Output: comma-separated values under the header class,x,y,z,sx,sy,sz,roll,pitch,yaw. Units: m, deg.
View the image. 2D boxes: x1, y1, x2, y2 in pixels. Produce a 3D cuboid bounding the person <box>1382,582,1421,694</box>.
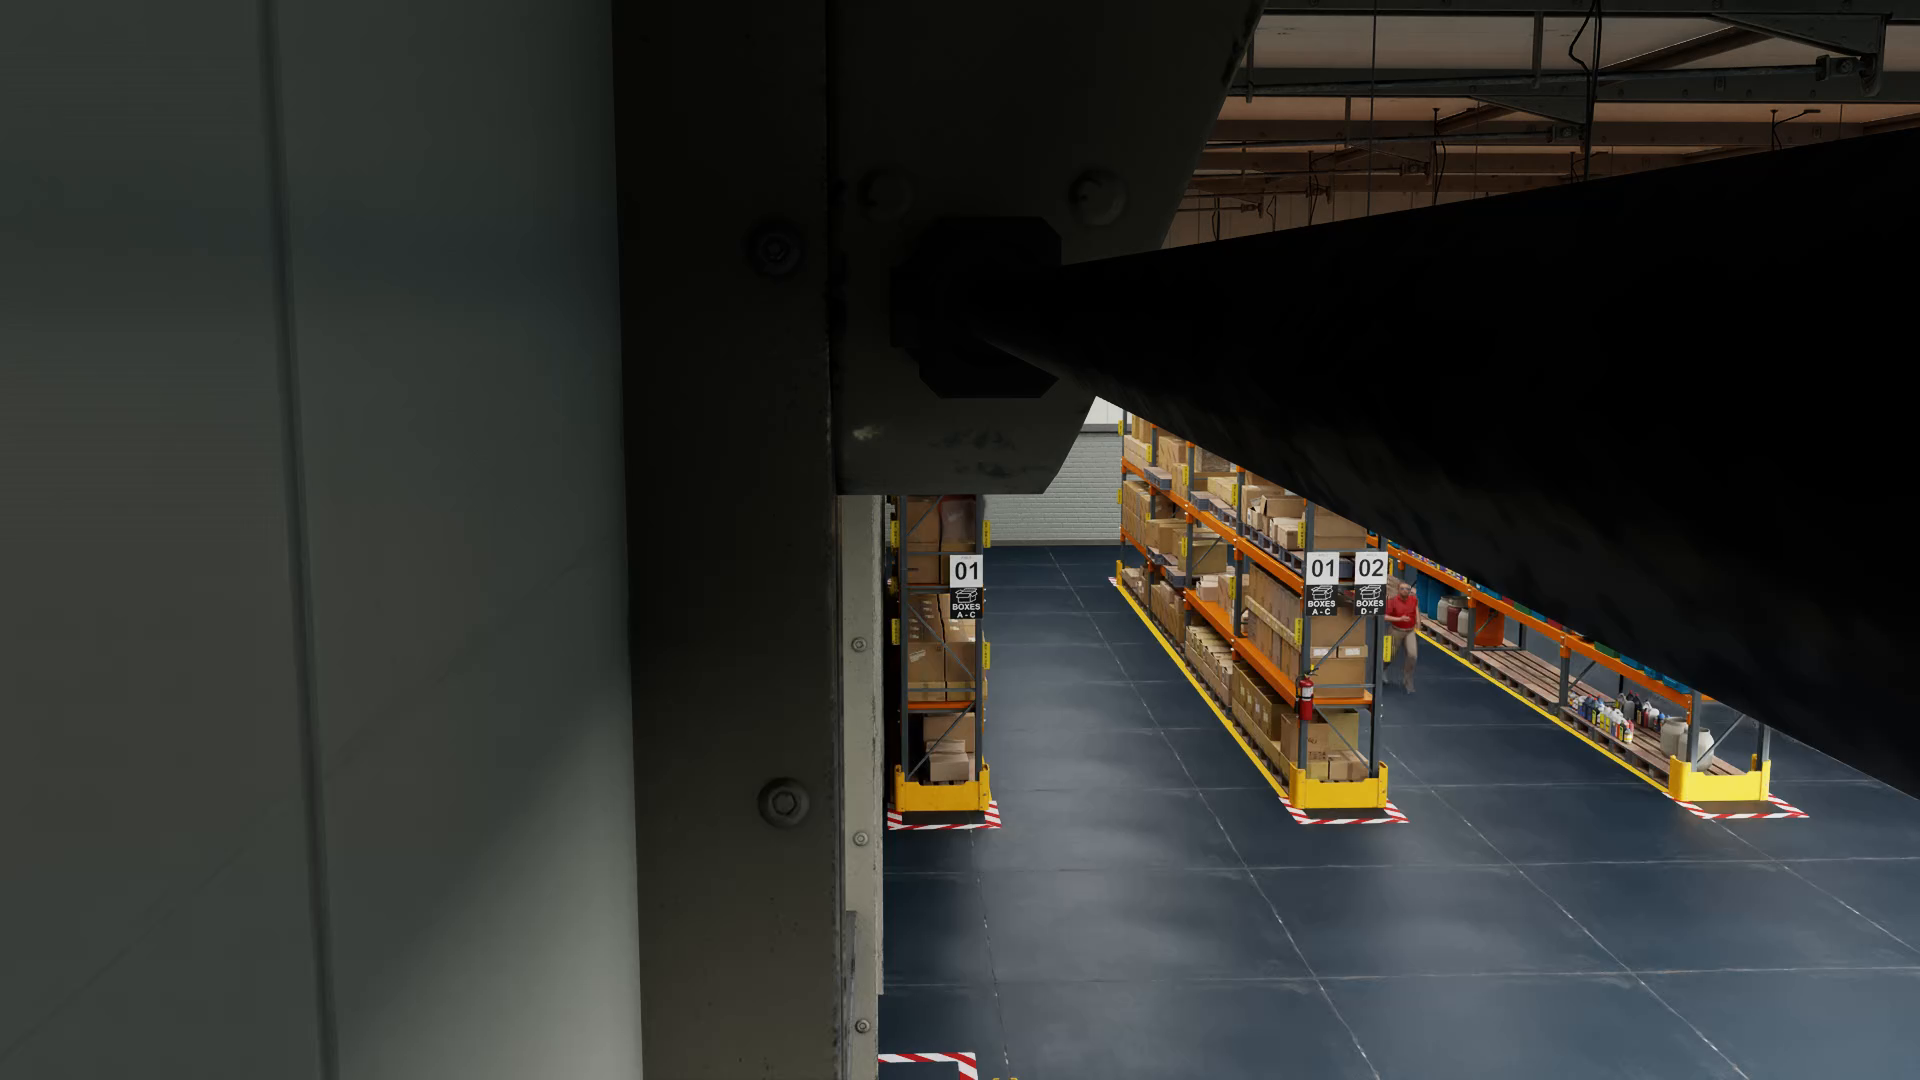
class,x,y,z,sx,sy,sz,roll,pitch,yaw
person,7.106,1.547,26.825,0.671,1.793,0.926,-1,8,-7
